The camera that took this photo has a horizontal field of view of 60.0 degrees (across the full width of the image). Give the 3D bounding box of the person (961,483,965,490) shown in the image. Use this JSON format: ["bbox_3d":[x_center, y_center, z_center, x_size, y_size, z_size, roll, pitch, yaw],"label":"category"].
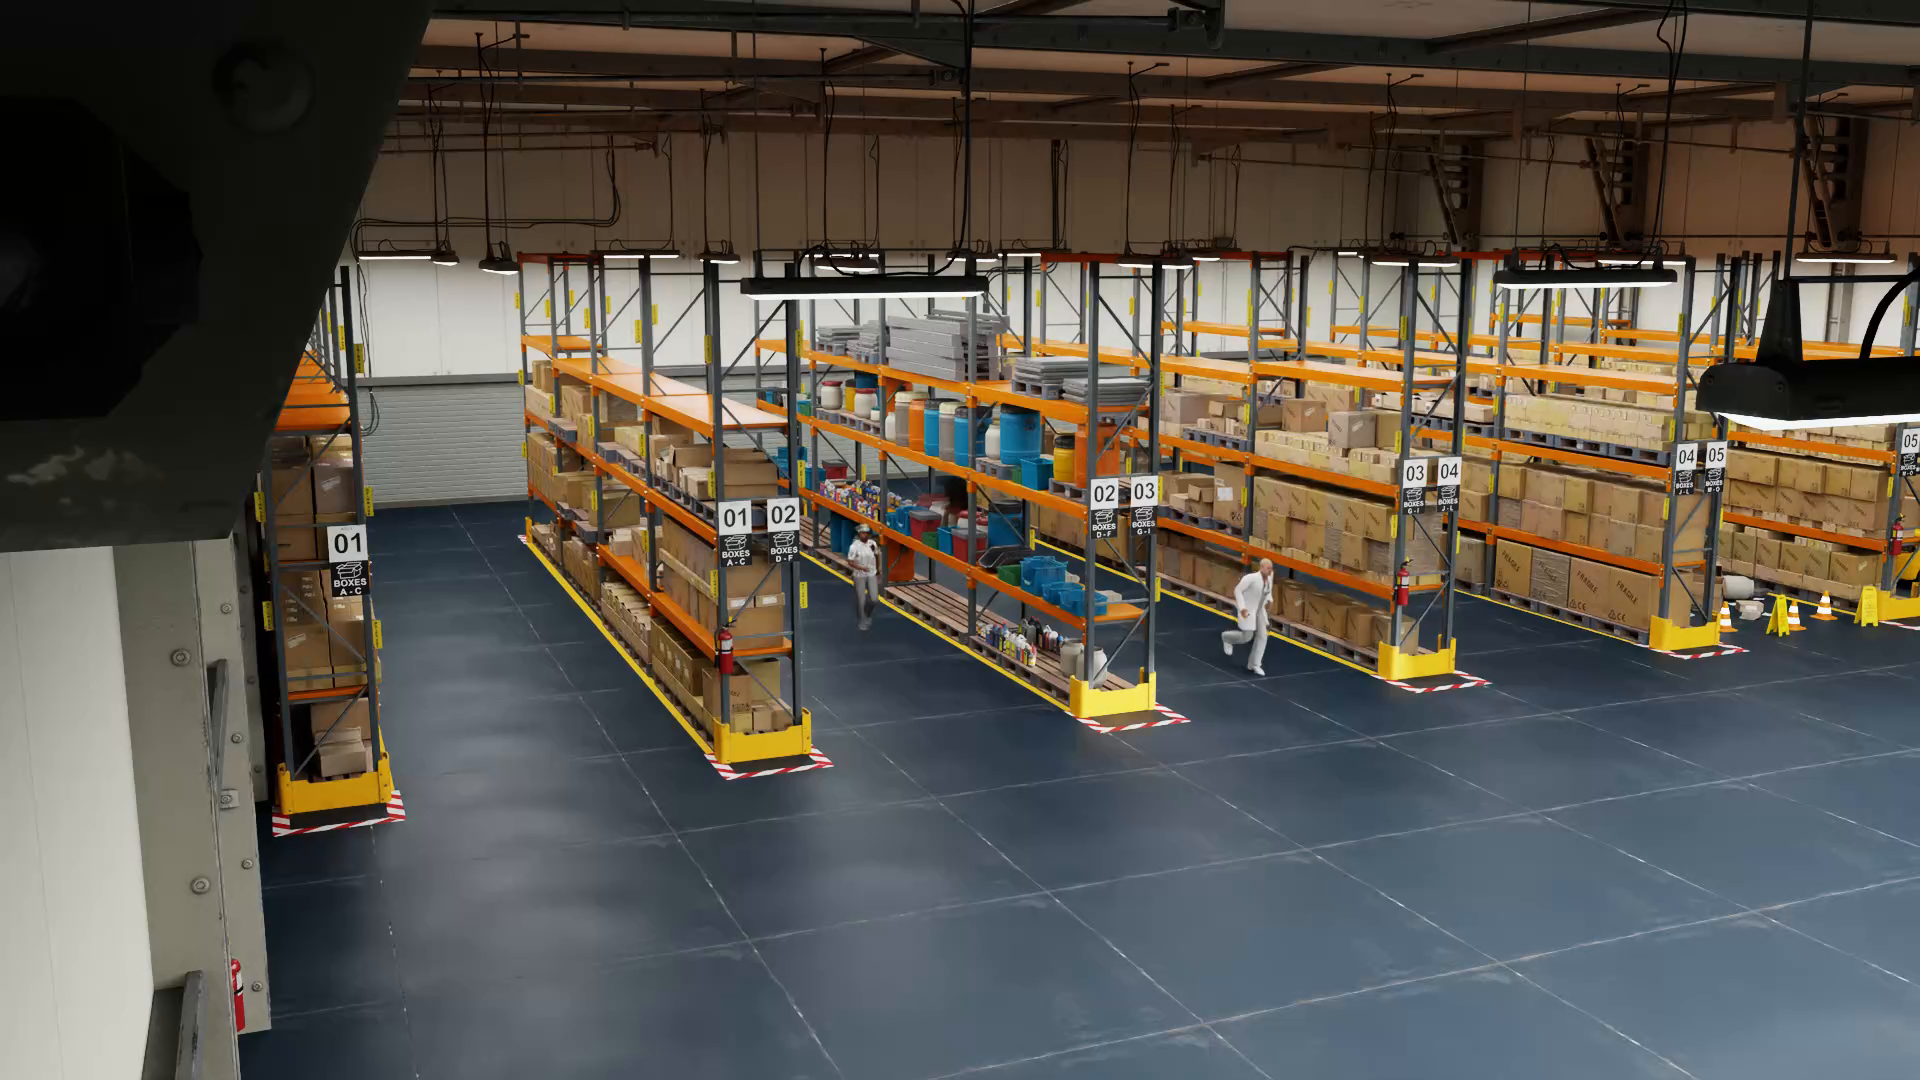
[{"bbox_3d":[0.394,-1.753,40.286,0.738,1.571,0.548,1,10,8],"label":"person"}]

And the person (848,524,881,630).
[{"bbox_3d":[-1.438,0.575,25.677,0.561,1.684,0.562,-4,11,-21],"label":"person"}]

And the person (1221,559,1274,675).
[{"bbox_3d":[4.240,1.073,24.554,0.717,1.734,0.938,-8,13,-38],"label":"person"}]
